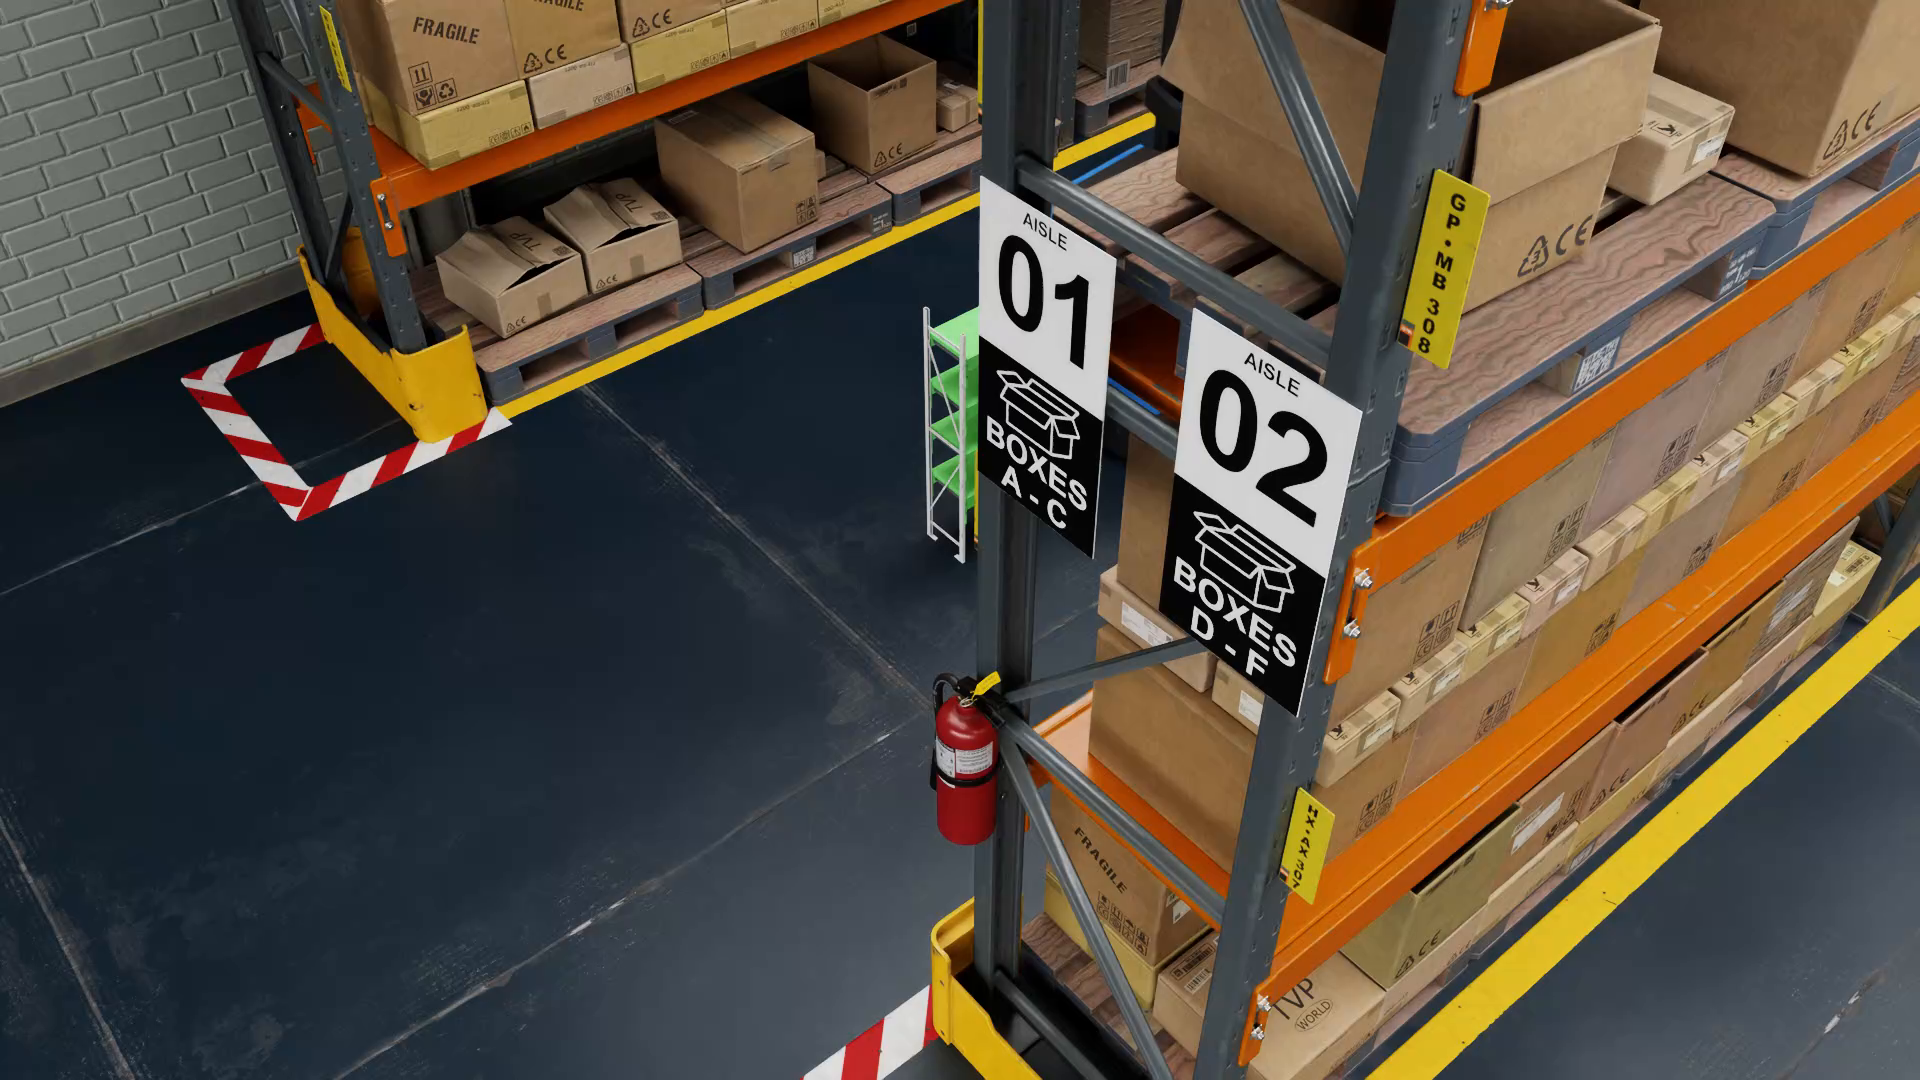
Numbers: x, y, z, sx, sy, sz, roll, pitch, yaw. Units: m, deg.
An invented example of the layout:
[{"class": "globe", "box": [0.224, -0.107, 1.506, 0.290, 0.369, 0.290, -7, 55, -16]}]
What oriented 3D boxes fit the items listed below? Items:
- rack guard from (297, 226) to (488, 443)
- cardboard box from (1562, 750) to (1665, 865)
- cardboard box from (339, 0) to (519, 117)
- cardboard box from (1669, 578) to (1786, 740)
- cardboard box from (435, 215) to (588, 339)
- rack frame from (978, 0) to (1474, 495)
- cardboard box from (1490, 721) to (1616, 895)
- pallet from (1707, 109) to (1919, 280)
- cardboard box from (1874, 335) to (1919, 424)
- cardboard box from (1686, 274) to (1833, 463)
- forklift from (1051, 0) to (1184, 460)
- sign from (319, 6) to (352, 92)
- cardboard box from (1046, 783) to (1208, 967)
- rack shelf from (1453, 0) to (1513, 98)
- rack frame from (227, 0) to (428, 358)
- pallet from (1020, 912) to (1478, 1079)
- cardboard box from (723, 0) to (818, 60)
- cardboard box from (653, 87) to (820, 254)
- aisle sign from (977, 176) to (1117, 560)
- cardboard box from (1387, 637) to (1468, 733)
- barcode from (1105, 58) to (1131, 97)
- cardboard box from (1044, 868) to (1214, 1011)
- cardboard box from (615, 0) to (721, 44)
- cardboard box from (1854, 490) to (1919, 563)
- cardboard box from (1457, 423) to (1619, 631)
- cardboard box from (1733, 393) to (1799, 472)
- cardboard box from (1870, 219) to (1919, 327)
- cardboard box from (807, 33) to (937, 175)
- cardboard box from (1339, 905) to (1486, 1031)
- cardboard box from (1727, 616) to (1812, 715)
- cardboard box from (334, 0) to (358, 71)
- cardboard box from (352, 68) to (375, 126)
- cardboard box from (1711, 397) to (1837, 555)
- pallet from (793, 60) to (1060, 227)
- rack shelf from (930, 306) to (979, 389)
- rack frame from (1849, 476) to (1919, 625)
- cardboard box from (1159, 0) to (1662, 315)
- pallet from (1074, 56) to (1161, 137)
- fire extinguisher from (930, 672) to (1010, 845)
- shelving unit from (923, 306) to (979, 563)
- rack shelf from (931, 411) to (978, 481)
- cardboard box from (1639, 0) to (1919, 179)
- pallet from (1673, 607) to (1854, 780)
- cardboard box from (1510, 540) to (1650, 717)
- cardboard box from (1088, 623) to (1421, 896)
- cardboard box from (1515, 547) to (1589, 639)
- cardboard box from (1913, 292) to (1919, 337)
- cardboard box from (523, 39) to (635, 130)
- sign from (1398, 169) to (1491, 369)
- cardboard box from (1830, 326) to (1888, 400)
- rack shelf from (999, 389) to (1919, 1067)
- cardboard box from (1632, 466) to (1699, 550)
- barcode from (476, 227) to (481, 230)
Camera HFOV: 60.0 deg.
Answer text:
[{"class": "rack guard", "box": [-2.715, -0.996, 7.946, 0.348, 0.500, 1.175, -30, 51, -28]}, {"class": "cardboard box", "box": [2.113, 0.798, 5.911, 0.500, 0.250, 0.500, -30, 51, -28]}, {"class": "cardboard box", "box": [-2.214, -2.152, 6.898, 0.500, 0.500, 0.500, -30, 51, -28]}, {"class": "cardboard box", "box": [2.488, 0.298, 5.896, 0.500, 0.500, 0.500, -30, 51, -28]}, {"class": "cardboard box", "box": [-2.185, -1.311, 8.098, 0.500, 0.311, 0.500, 33, 52, 30]}, {"class": "rack frame", "box": [0.408, -1.461, 2.233, 0.127, 3.000, 1.000, -30, 51, -28]}, {"class": "cardboard box", "box": [1.719, 0.735, 5.430, 0.500, 0.500, 0.500, -30, 51, -28]}, {"class": "pallet", "box": [1.903, -1.172, 4.180, 1.213, 0.211, 1.003, -30, 51, -28]}, {"class": "cardboard box", "box": [3.140, -0.870, 5.912, 0.500, 0.500, 0.700, -31, 51, -29]}, {"class": "cardboard box", "box": [1.985, -0.681, 4.764, 0.500, 0.500, 0.700, -30, 51, -28]}, {"class": "forklift", "box": [1.668, -2.219, 7.472, 1.130, 2.935, 3.031, 34, 53, 31]}, {"class": "sign", "box": [-2.425, -1.905, 6.455, 0.005, 0.325, 0.100, -30, 51, -28]}, {"class": "cardboard box", "box": [0.628, 0.909, 5.245, 0.500, 0.500, 0.500, -30, 51, -28]}, {"class": "rack shelf", "box": [1.942, -1.932, 3.551, 4.000, 0.370, 1.077, -30, 51, -28]}, {"class": "rack frame", "box": [-2.773, -1.874, 7.055, 0.127, 3.000, 1.000, -30, 51, -28]}, {"class": "pallet", "box": [0.967, 1.384, 5.622, 1.213, 0.211, 1.003, -30, 51, -28]}, {"class": "cardboard box", "box": [-1.023, -2.552, 7.871, 0.500, 0.250, 0.500, -29, 51, -28]}, {"class": "cardboard box", "box": [-1.153, -1.926, 8.615, 0.500, 0.500, 0.700, -33, 52, -30]}, {"class": "aisle sign", "box": [0.169, -0.348, 3.530, 0.004, 0.787, 0.394, -30, 51, -28]}, {"class": "cardboard box", "box": [1.048, 0.276, 4.218, 0.250, 0.149, 0.380, -31, 51, -29]}, {"class": "barcode", "box": [0.330, -0.965, 3.472, 0.075, 0.075, 0.001, -30, 51, -28]}, {"class": "cardboard box", "box": [0.629, 1.184, 5.500, 0.500, 0.250, 0.500, -30, 51, -28]}, {"class": "cardboard box", "box": [-1.429, -2.588, 7.361, 0.500, 0.500, 0.500, -31, 52, -29]}, {"class": "cardboard box", "box": [3.944, -0.229, 7.005, 0.500, 0.250, 0.500, -31, 51, -29]}, {"class": "cardboard box", "box": [1.215, -0.239, 4.293, 0.500, 0.500, 0.700, -31, 51, -29]}, {"class": "cardboard box", "box": [2.228, -0.397, 4.935, 0.250, 0.149, 0.380, -28, 50, -27]}, {"class": "cardboard box", "box": [2.753, -1.120, 5.231, 0.500, 0.500, 0.700, -30, 51, -28]}, {"class": "cardboard box", "box": [-0.476, -2.404, 9.123, 0.500, 0.500, 0.500, -34, 53, -31]}, {"class": "cardboard box", "box": [1.343, 1.234, 5.446, 0.500, 0.250, 0.500, -30, 51, -28]}, {"class": "cardboard box", "box": [2.871, 0.350, 6.387, 0.500, 0.250, 0.500, -30, 51, -28]}, {"class": "cardboard box", "box": [-2.548, -2.419, 7.182, 0.500, 0.500, 0.500, -30, 51, -28]}, {"class": "cardboard box", "box": [-2.539, -2.134, 7.426, 0.500, 0.250, 0.500, -29, 50, -27]}, {"class": "cardboard box", "box": [2.352, -0.416, 5.429, 0.500, 0.500, 0.700, -29, 50, -27]}, {"class": "pallet", "box": [-0.198, -2.301, 9.546, 1.213, 0.211, 1.003, -30, 51, -28]}, {"class": "rack shelf", "box": [0.127, -0.813, 6.632, 0.480, 0.148, 0.258, -30, 51, -28]}, {"class": "rack frame", "box": [3.476, -1.032, 6.157, 0.127, 3.000, 1.000, -30, 51, -28]}, {"class": "cardboard box", "box": [0.851, -0.860, 3.299, 0.637, 0.503, 0.797, -26, 49, -25]}, {"class": "pallet", "box": [0.891, -2.957, 10.245, 1.213, 0.211, 1.003, -30, 51, -28]}, {"class": "fire extinguisher", "box": [0.019, 0.562, 4.518, 0.183, 0.674, 0.296, -30, 51, -28]}, {"class": "shelving unit", "box": [0.127, -0.510, 6.917, 0.503, 1.200, 0.258, -30, 51, -28]}, {"class": "rack shelf", "box": [0.127, -0.463, 6.960, 0.480, 0.148, 0.258, -30, 51, -28]}, {"class": "cardboard box", "box": [1.857, -1.195, 3.658, 0.500, 0.500, 0.500, -30, 51, -28]}, {"class": "pallet", "box": [2.839, 0.312, 6.763, 1.213, 0.211, 1.003, -30, 51, -28]}, {"class": "cardboard box", "box": [1.558, 0.042, 4.941, 0.500, 0.500, 0.700, -29, 51, -28]}, {"class": "cardboard box", "box": [0.774, 0.491, 4.464, 0.500, 0.500, 0.700, -30, 51, -28]}, {"class": "cardboard box", "box": [1.435, 0.057, 4.451, 0.250, 0.149, 0.380, -31, 51, -28]}, {"class": "cardboard box", "box": [3.015, -0.849, 5.416, 0.250, 0.149, 0.380, -31, 51, -29]}, {"class": "cardboard box", "box": [-1.806, -2.110, 7.401, 0.500, 0.250, 0.500, -31, 52, -29]}, {"class": "sign", "box": [0.759, -0.421, 2.620, 0.005, 0.325, 0.100, -30, 51, -28]}, {"class": "cardboard box", "box": [2.623, -0.627, 5.179, 0.250, 0.149, 0.380, -30, 51, -28]}, {"class": "rack shelf", "box": [1.942, 0.109, 5.468, 4.000, 0.370, 1.077, -30, 51, -28]}, {"class": "cardboard box", "box": [1.833, -0.174, 4.697, 0.250, 0.149, 0.380, -30, 51, -28]}, {"class": "barcode", "box": [-2.428, -1.533, 8.327, 0.075, 0.075, 0.001, -30, 51, -28]}]
